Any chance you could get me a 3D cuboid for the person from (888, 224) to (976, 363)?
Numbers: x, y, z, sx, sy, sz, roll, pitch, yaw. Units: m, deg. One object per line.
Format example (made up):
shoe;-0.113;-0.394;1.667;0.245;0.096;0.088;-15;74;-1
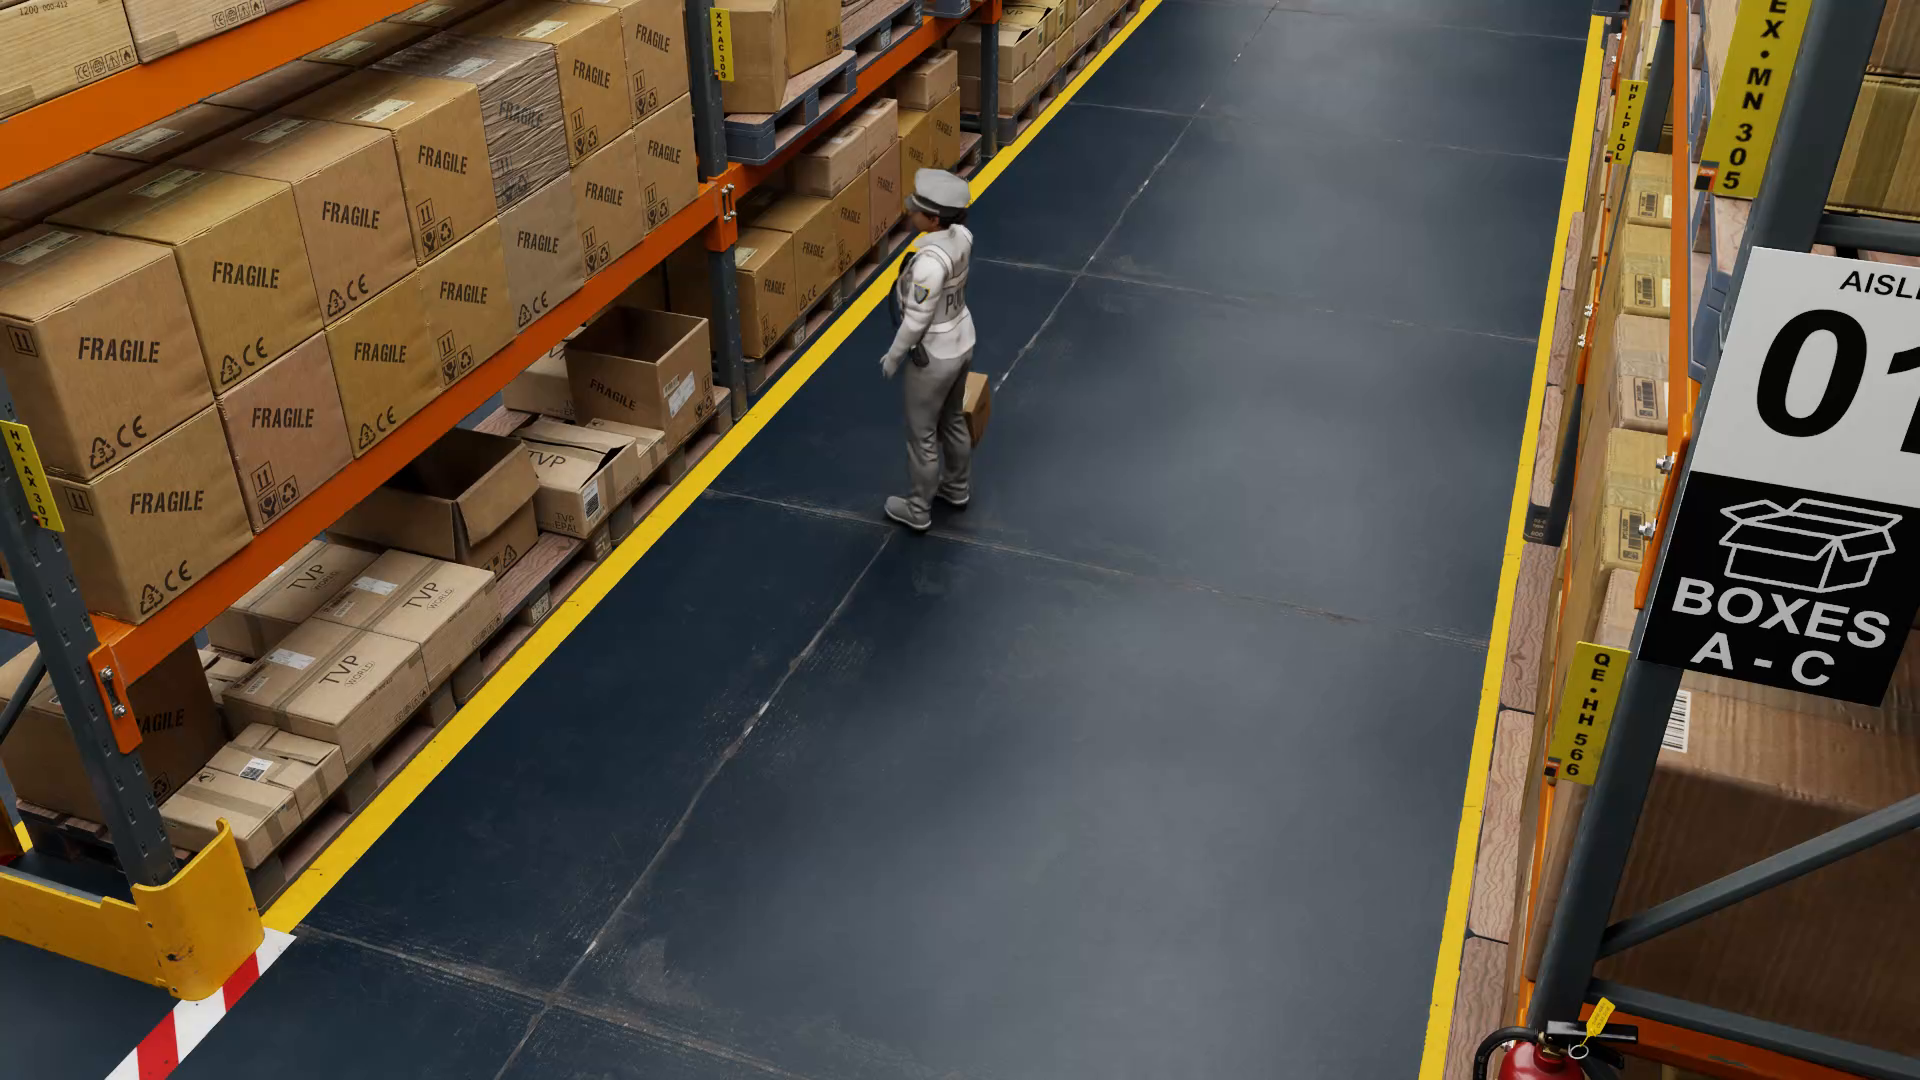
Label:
person;-0.094;-1.074;7.145;0.324;0.602;0.501;12;35;18
